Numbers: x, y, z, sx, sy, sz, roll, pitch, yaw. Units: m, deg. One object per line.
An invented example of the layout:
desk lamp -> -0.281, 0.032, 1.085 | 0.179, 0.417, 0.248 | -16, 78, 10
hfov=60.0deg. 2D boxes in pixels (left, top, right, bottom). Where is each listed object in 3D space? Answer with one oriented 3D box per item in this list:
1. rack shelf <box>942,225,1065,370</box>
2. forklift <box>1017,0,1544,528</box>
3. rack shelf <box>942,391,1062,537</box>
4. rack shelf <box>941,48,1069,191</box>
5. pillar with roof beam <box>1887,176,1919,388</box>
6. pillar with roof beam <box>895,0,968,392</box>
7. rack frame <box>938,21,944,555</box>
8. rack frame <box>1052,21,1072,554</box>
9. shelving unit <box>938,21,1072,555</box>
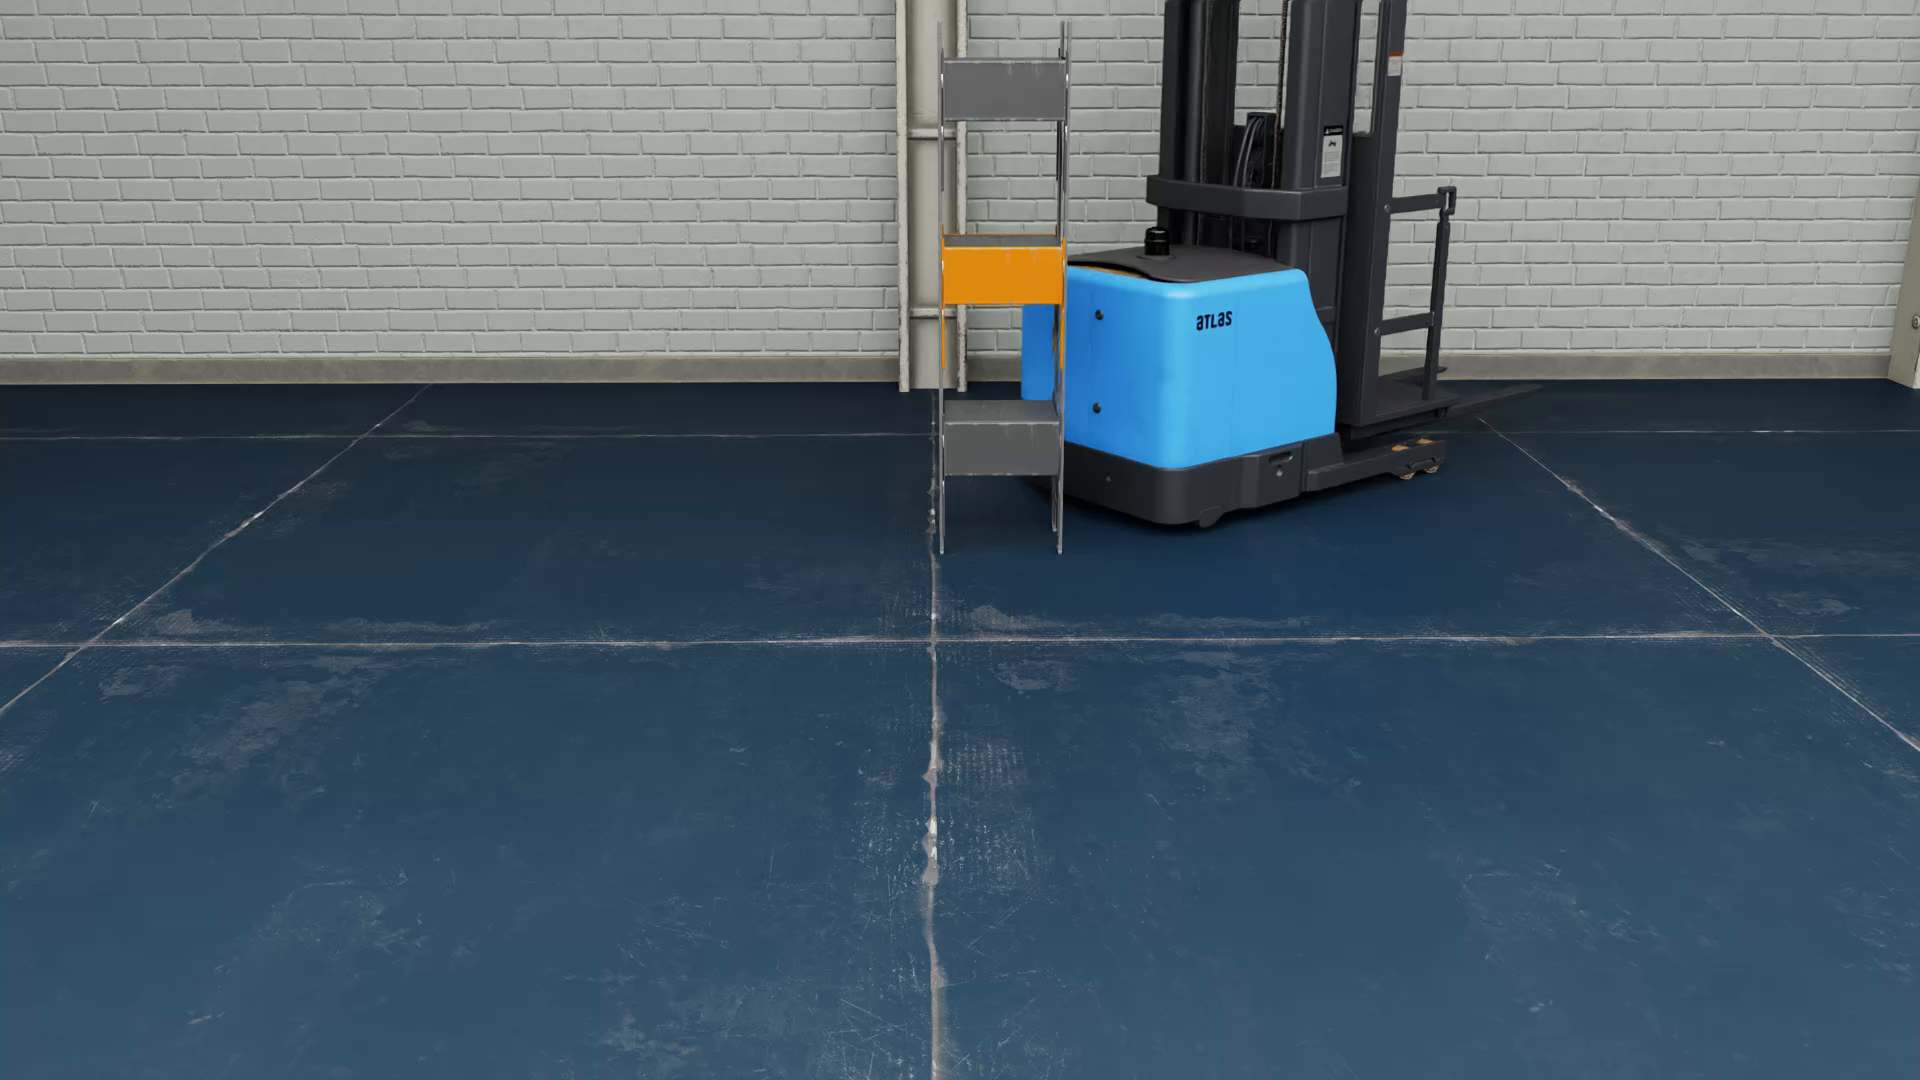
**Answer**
rack shelf -> 0.166, -0.988, 6.733 | 0.480, 0.518, 0.431 | 0, 18, -1
forklift -> 1.730, -1.793, 7.839 | 3.031, 2.935, 1.130 | -14, 22, -37
rack shelf -> 0.166, -0.321, 6.947 | 0.480, 0.518, 0.431 | 0, 18, -1
rack shelf -> 0.166, -1.654, 6.520 | 0.480, 0.518, 0.431 | 0, 18, -1
pillar with roof beam -> 5.907, -3.918, 4.528 | 0.400, 9.000, 9.100 | 0, 18, -1
pillar with roof beam -> -0.092, -3.889, 4.437 | 0.400, 9.000, 9.100 | 0, 18, -1
rack frame -> -0.078, -0.999, 6.726 | 0.015, 2.100, 0.400 | 0, 18, -1
rack frame -> 0.409, -1.002, 6.733 | 0.015, 2.100, 0.400 | 0, 18, -1
shelving unit -> 0.166, -1.001, 6.729 | 0.503, 2.100, 0.431 | 0, 18, -1
